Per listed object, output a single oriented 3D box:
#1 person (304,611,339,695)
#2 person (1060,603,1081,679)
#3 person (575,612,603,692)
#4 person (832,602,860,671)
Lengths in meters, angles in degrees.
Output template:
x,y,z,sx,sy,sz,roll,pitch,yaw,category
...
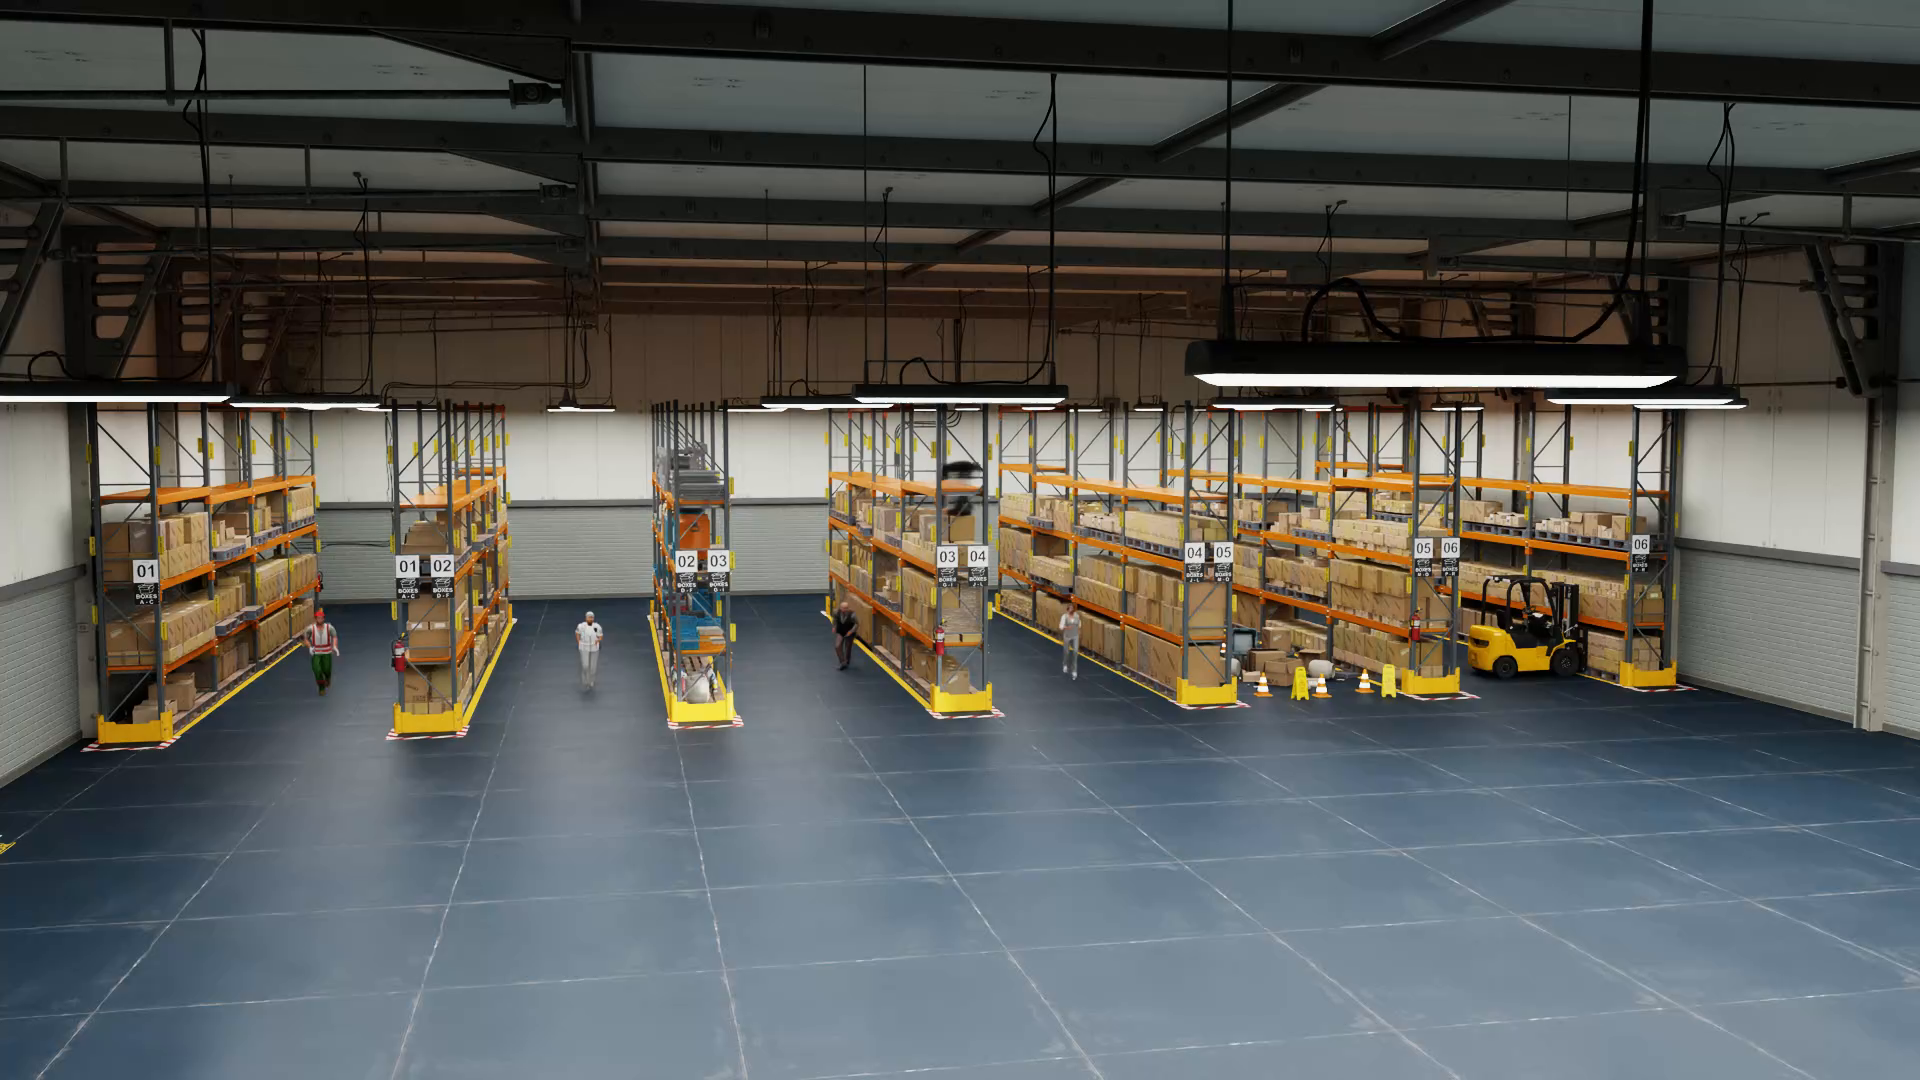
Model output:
x,y,z,sx,sy,sz,roll,pitch,yaw,category
-13.036,2.303,33.954,0.660,1.728,0.644,-2,5,-20,person
2.402,2.186,36.272,0.516,1.598,0.823,-1,4,-7,person
-7.693,2.314,34.543,0.526,1.684,0.797,-2,5,-22,person
-2.537,2.115,37.298,0.660,1.550,1.047,1,4,7,person
